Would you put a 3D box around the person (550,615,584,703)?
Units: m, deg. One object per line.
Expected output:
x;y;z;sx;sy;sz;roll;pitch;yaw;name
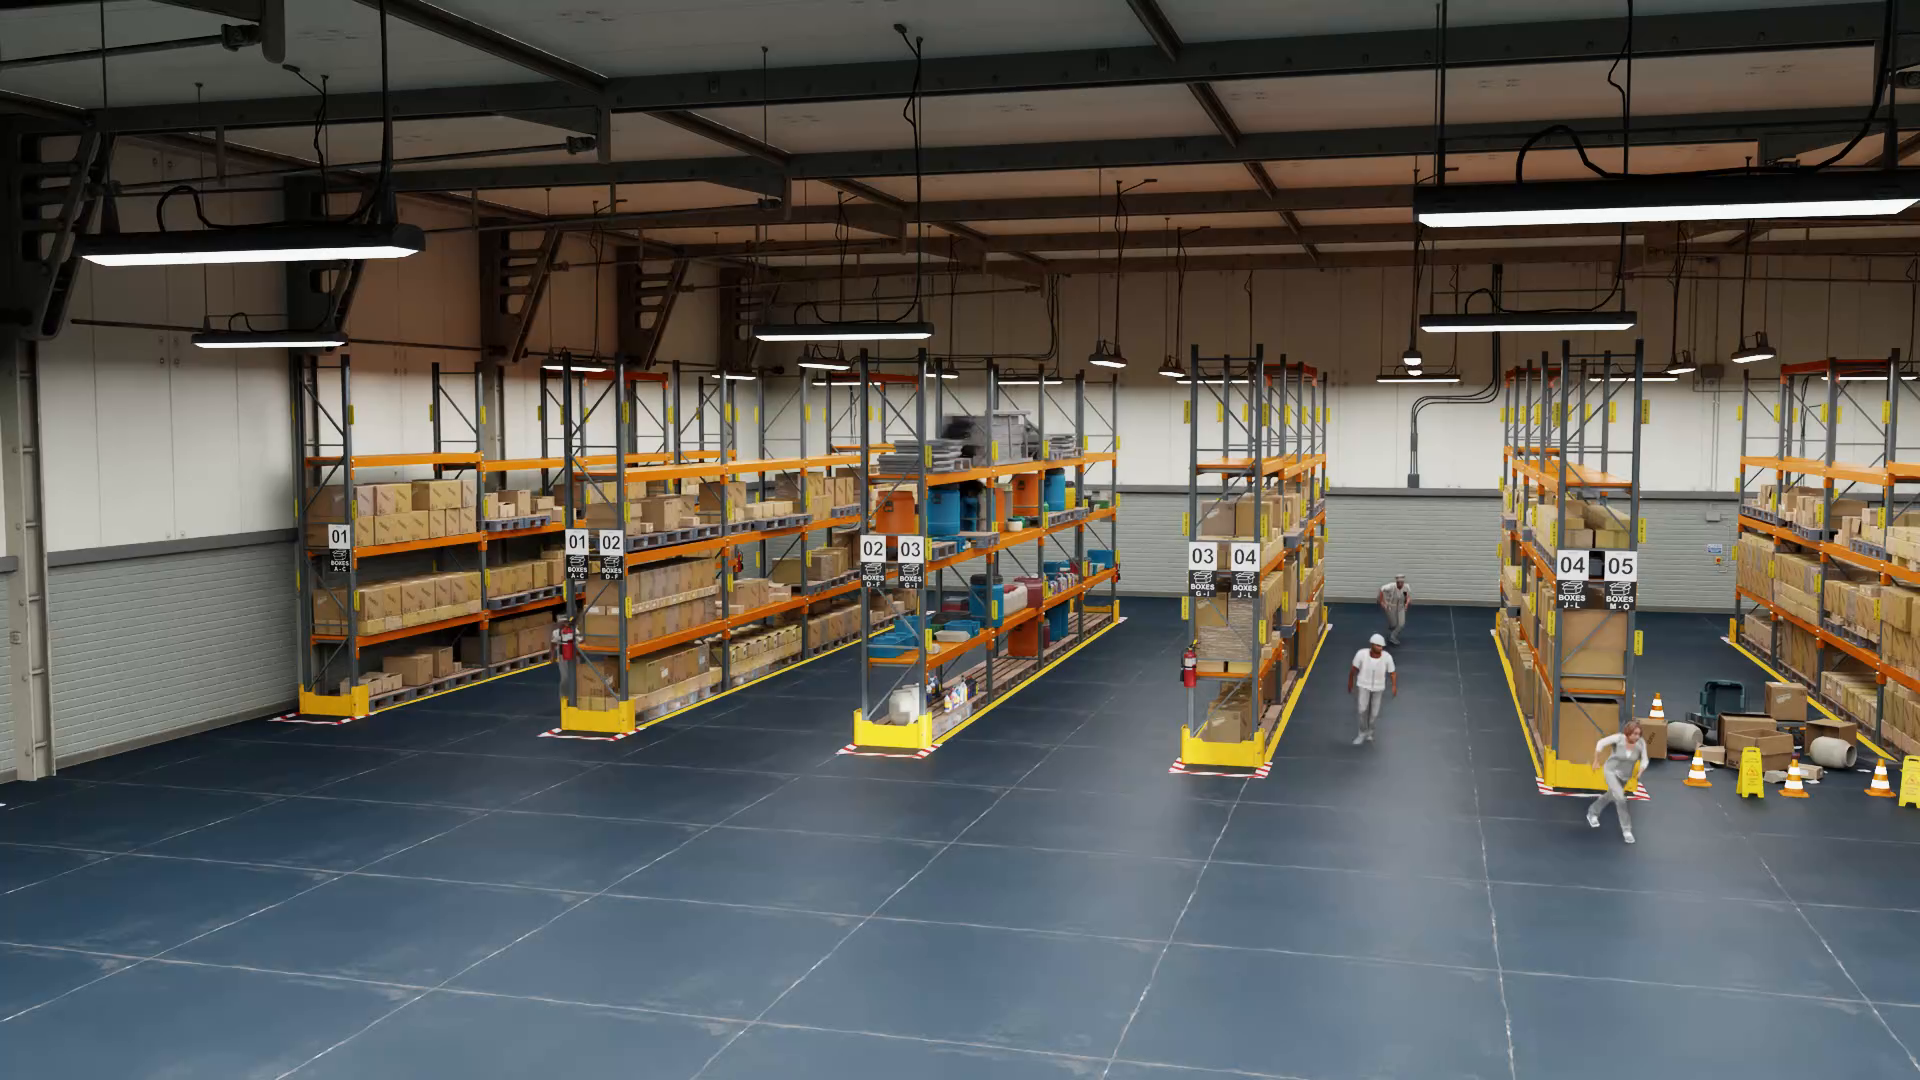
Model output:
-6.736;2.081;28.744;0.598;1.634;0.768;-2;5;-26;person

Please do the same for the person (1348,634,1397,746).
6.275;2.258;25.295;0.670;1.717;0.774;0;4;1;person

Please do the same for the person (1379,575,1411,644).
9.498;1.513;36.384;0.684;1.560;0.893;0;4;-1;person

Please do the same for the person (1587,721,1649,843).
7.767;2.791;19.696;0.540;1.425;0.981;0;4;-6;person
